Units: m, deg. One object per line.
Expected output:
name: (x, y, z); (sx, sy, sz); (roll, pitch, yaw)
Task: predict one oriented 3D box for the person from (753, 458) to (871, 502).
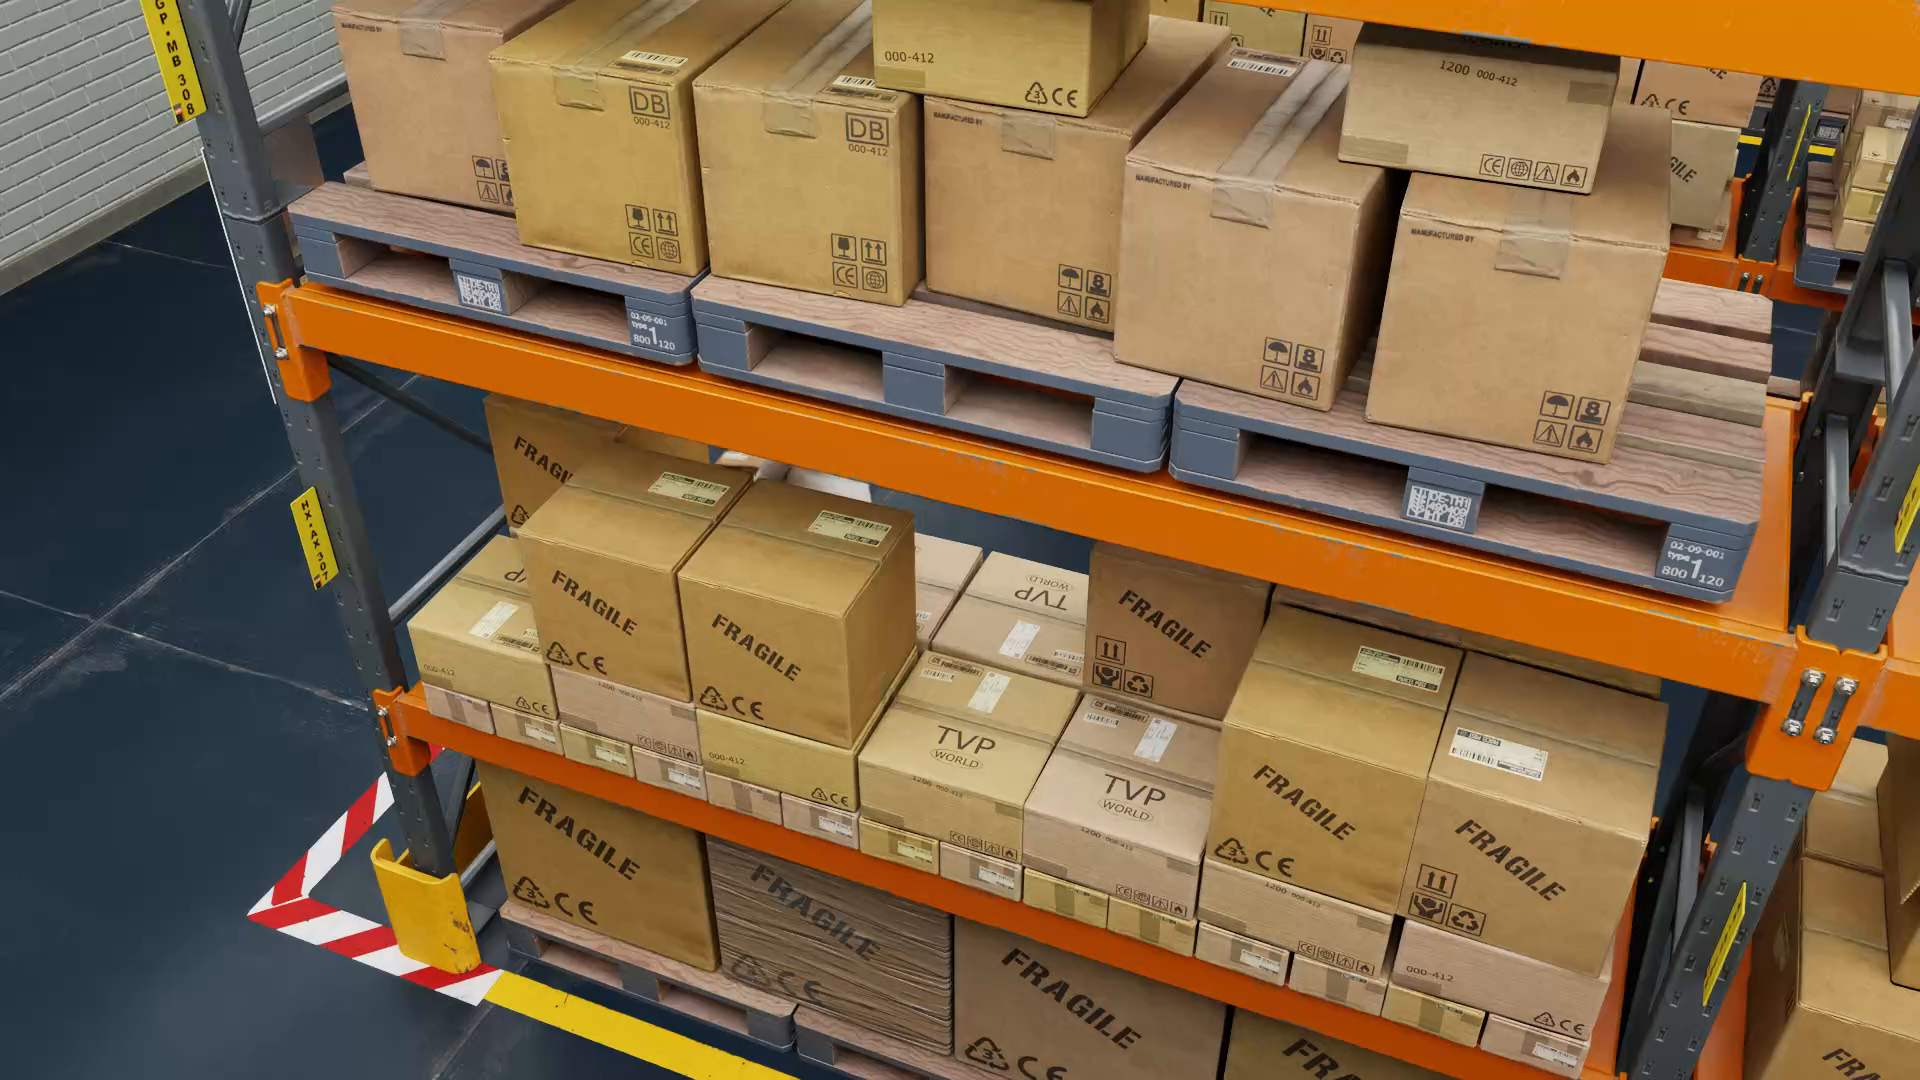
person: (-0.676, -0.156, 7.048); (0.575, 1.777, 0.525); (13, 39, 16)
